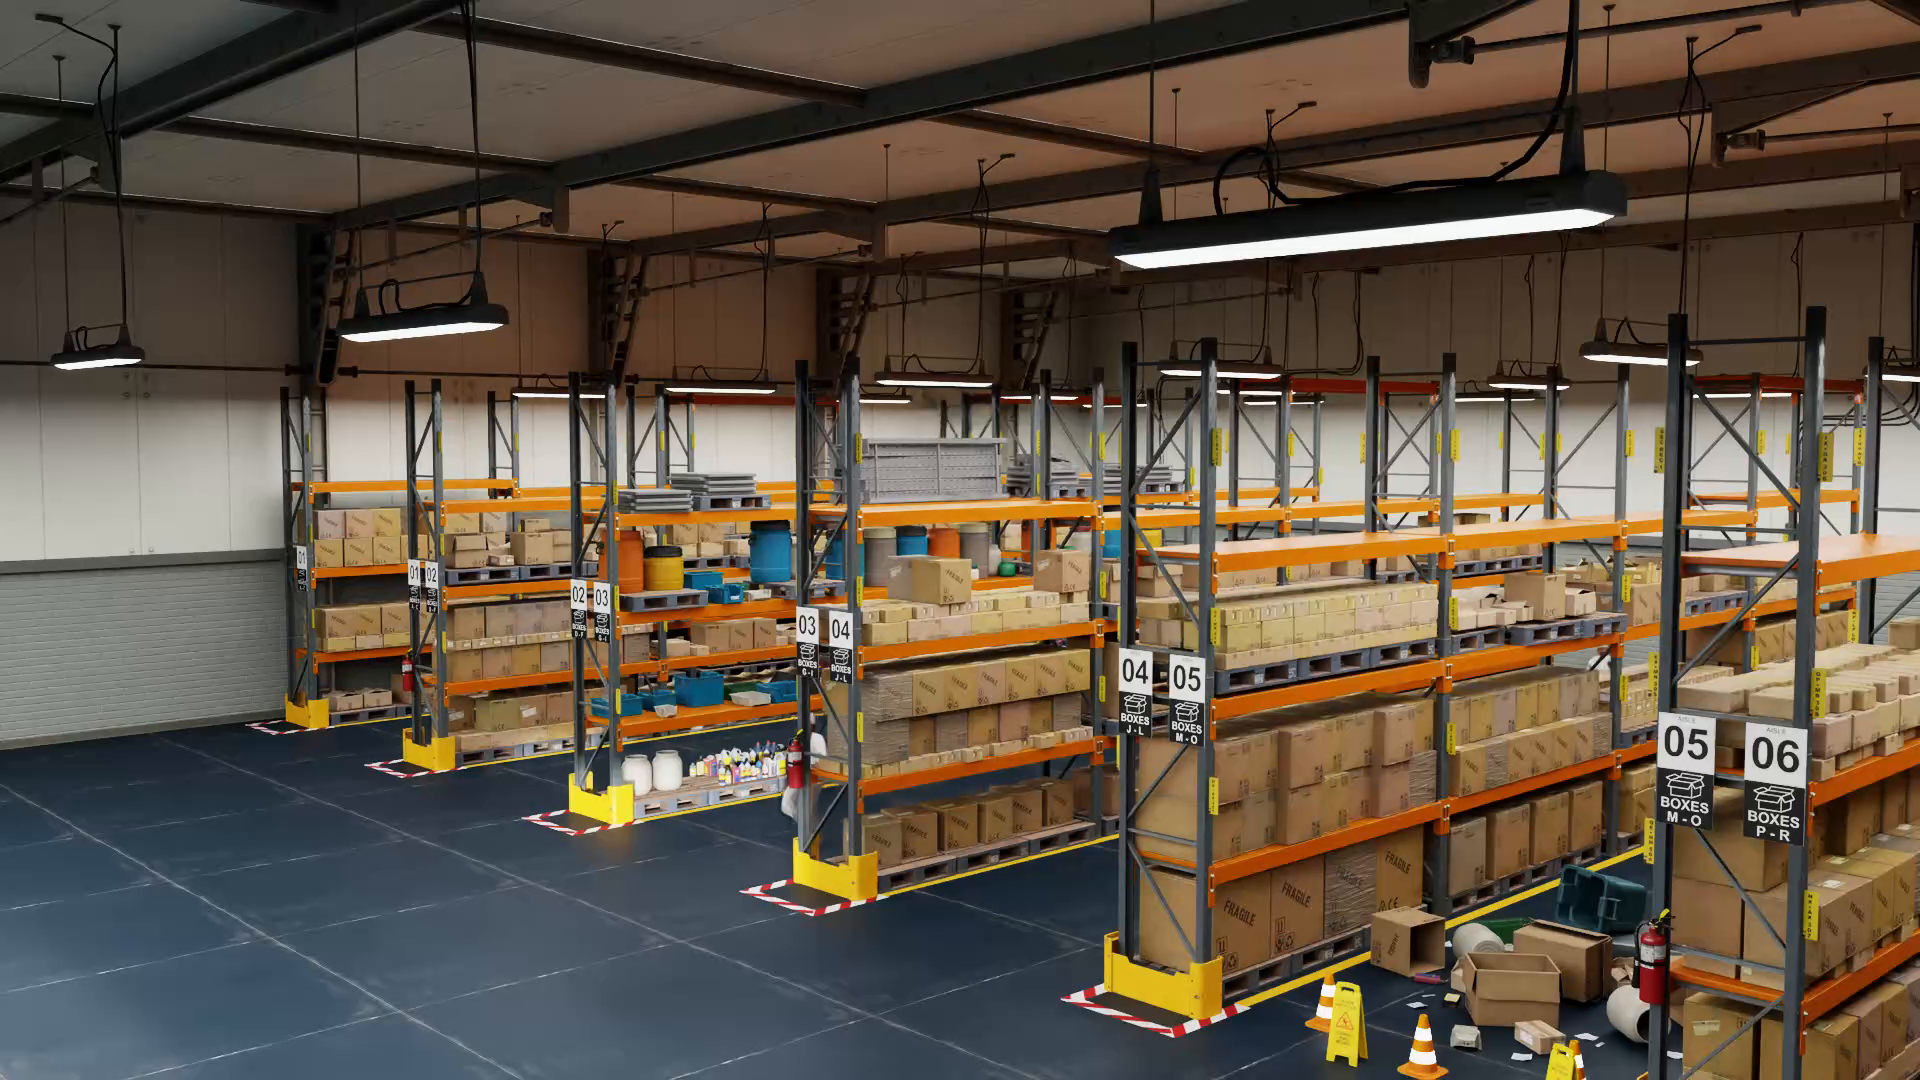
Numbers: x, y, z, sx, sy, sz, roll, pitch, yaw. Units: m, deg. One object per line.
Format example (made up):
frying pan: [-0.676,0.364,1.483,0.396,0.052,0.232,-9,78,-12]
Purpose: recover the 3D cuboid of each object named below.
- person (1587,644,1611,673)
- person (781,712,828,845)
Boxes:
person: [10.993,2.527,28.372,0.606,1.637,0.611,2,4,23]
person: [-1.915,2.975,20.623,0.636,1.718,0.696,-4,5,-45]
